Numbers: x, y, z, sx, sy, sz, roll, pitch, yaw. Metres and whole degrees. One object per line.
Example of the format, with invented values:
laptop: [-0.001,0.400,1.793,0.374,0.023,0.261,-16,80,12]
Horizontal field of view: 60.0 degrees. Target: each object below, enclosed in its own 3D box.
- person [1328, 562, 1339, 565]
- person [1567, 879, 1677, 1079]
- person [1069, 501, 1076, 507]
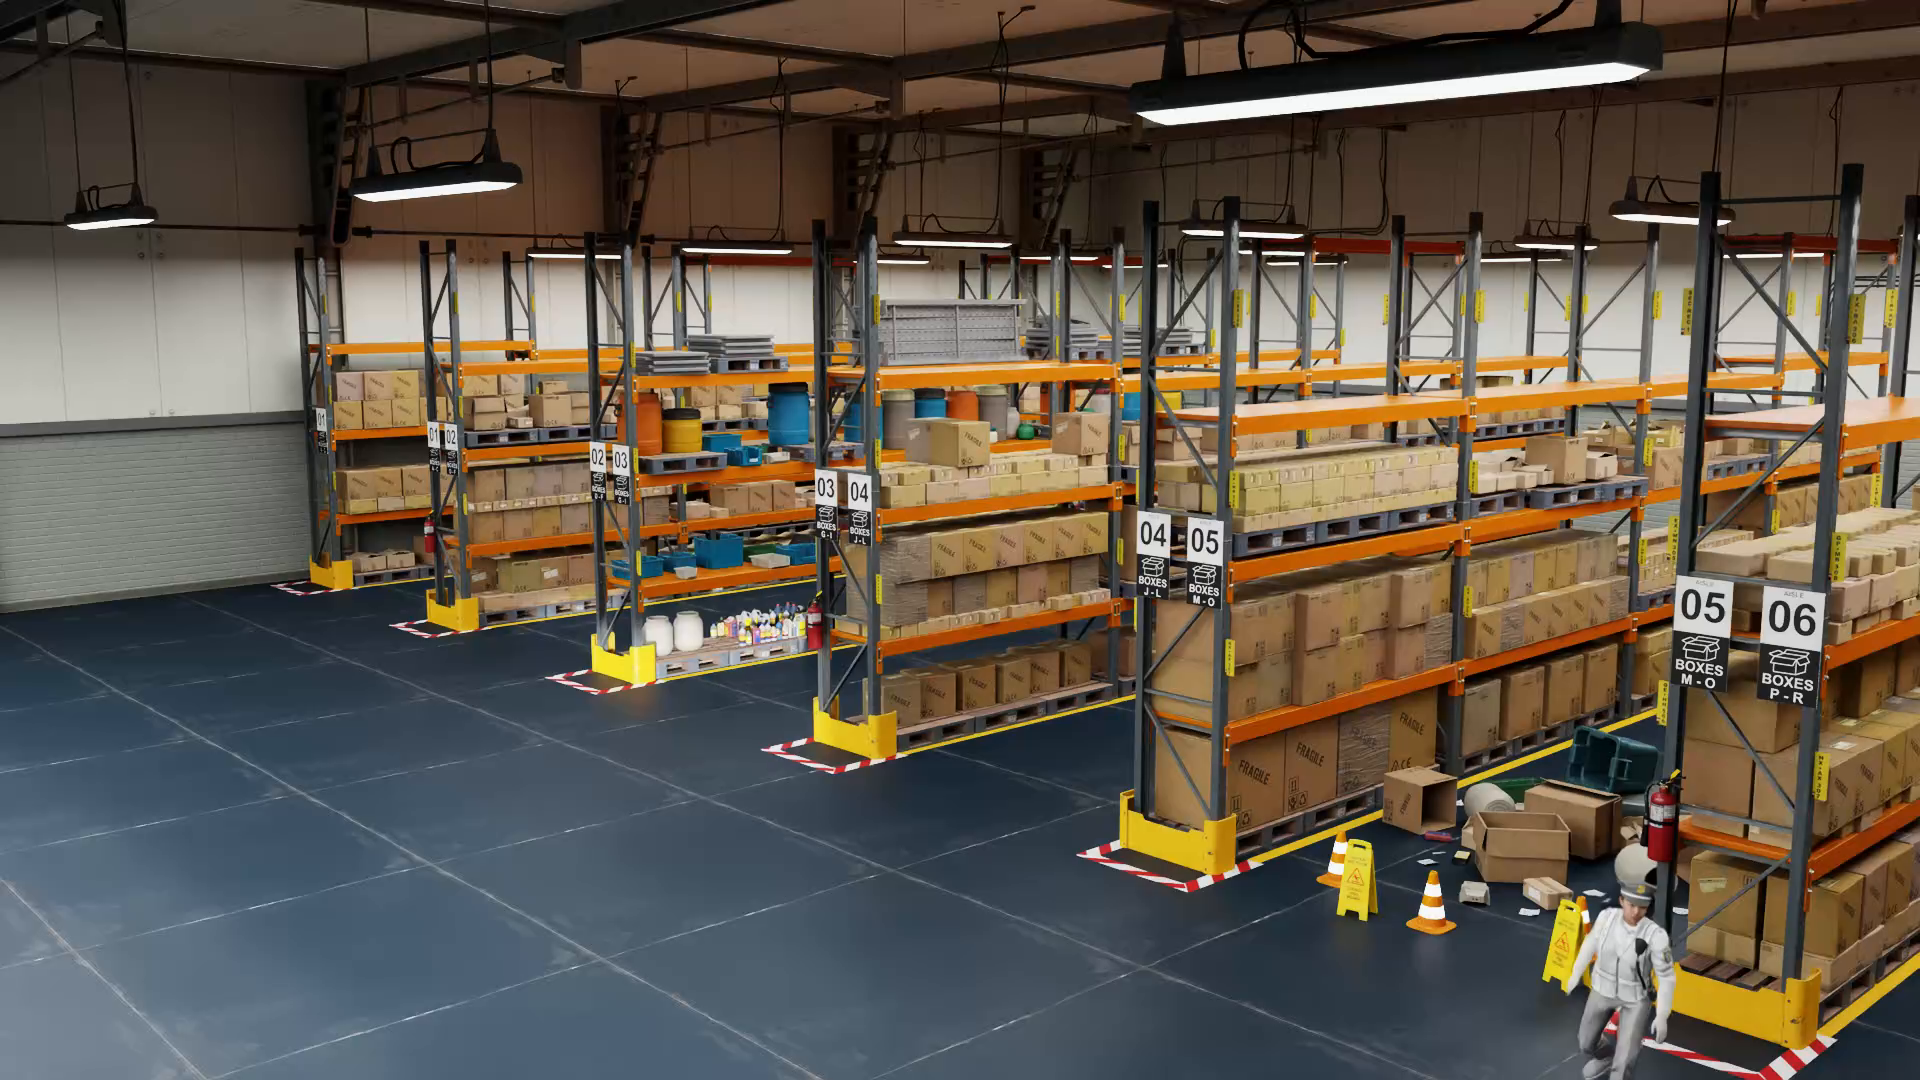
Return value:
person: [4.976,1.072,22.051,0.684,1.796,0.789,8,11,42]
person: [4.197,2.841,10.511,0.680,1.616,0.680,6,10,35]
person: [2.021,-0.297,31.663,0.729,1.707,0.599,-7,11,-39]
